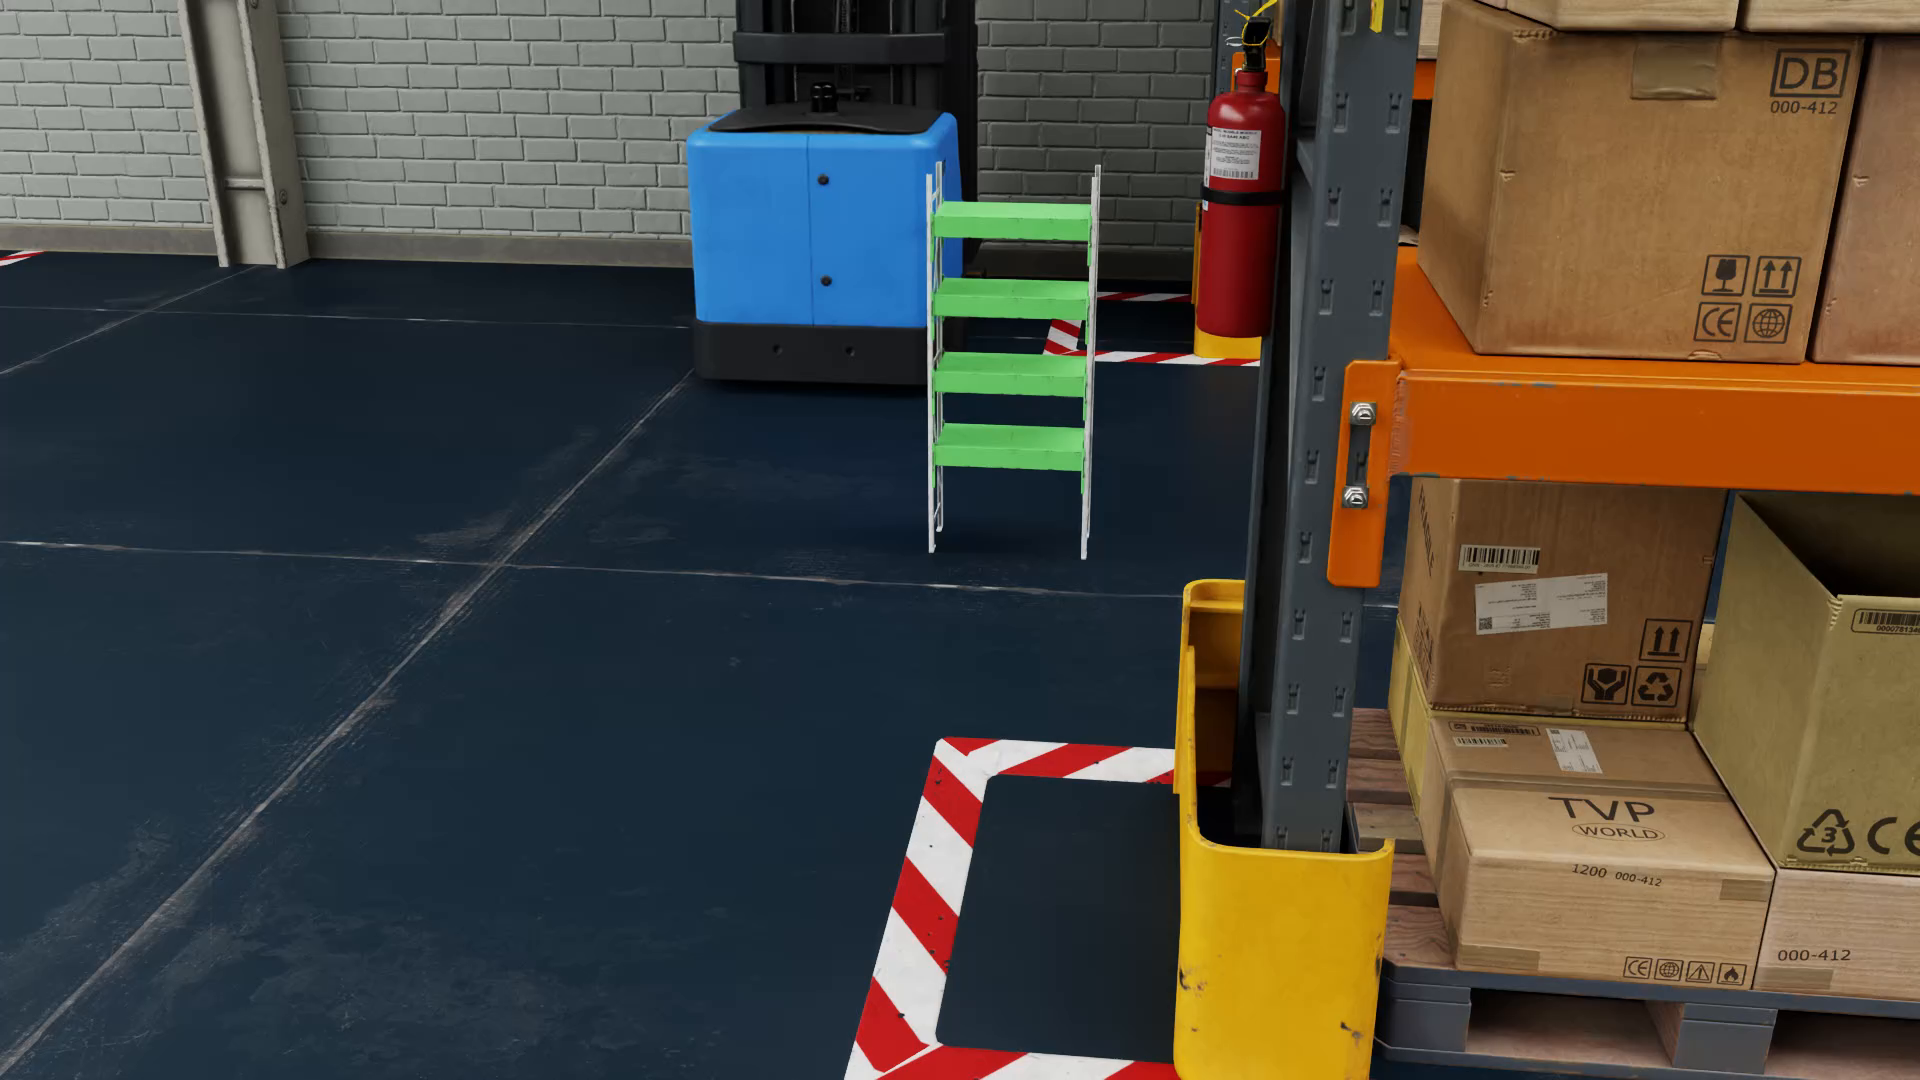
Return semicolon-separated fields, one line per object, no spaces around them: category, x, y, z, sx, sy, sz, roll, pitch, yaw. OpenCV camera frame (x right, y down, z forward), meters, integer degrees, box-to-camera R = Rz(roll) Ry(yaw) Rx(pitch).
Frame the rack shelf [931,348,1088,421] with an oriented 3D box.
rack shelf;0.164;-0.491;5.225;0.480;0.148;0.258;2;22;6

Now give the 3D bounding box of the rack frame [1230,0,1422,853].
rack frame;0.646;-0.620;2.929;0.127;3.000;1.000;2;22;6

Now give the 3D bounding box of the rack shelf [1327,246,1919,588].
rack shelf;2.632;-0.199;2.842;4.000;0.370;1.077;2;22;6

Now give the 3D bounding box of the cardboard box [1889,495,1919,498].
cardboard box;2.208;0.067;3.339;0.500;0.500;0.500;2;22;6

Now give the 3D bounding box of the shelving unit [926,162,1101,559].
shelving unit;0.164;-0.551;5.201;0.503;1.200;0.258;2;22;6

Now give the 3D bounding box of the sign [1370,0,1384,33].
sign;0.575;-0.857;2.243;0.005;0.325;0.100;2;22;6

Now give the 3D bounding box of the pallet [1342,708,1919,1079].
pallet;1.410;0.694;3.396;1.213;0.211;1.003;2;22;6

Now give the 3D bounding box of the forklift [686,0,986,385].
forklift;-0.451;-2.503;7.786;1.130;2.935;3.031;2;22;5

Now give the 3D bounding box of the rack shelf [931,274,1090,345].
rack shelf;0.164;-0.715;5.136;0.480;0.148;0.258;2;22;6

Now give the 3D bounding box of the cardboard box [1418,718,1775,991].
cardboard box;1.152;0.568;3.093;0.500;0.250;0.500;2;22;6

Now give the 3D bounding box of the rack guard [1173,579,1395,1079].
rack guard;0.622;0.541;3.391;0.348;0.500;1.175;2;22;6

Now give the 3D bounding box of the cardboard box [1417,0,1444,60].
cardboard box;2.190;-2.214;7.137;0.500;0.250;0.500;2;22;5

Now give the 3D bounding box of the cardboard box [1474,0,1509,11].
cardboard box;1.048;-1.021;2.925;0.250;0.149;0.380;2;22;5

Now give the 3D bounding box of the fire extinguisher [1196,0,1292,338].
fire extinguisher;0.583;-0.759;3.385;0.183;0.674;0.296;2;22;6

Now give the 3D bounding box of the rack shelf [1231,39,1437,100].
rack shelf;3.211;-2.008;7.417;4.000;0.370;1.077;2;22;6

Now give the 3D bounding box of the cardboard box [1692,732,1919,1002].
cardboard box;1.649;0.588;3.041;0.500;0.250;0.500;2;22;6

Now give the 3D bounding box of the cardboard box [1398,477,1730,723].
cardboard box;1.214;0.029;3.435;0.500;0.500;0.500;2;22;6

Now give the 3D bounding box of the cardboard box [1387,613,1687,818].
cardboard box;1.213;0.379;3.571;0.500;0.250;0.500;2;22;6

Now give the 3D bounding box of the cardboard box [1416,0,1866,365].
cardboard box;1.108;-0.642;2.847;0.500;0.500;0.700;3;22;6

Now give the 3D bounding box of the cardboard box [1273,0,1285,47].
cardboard box;1.712;-2.419;7.656;0.500;0.250;0.500;3;22;7

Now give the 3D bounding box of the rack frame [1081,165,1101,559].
rack frame;0.407;-0.540;5.174;0.015;1.200;0.240;2;22;6

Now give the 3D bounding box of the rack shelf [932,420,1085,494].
rack shelf;0.164;-0.268;5.313;0.480;0.148;0.258;2;22;6

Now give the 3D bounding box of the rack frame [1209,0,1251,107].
rack frame;1.225;-2.429;7.504;0.127;3.000;1.000;2;22;6

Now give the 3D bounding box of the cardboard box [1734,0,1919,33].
cardboard box;1.273;-0.862;2.523;0.250;0.149;0.380;2;22;5

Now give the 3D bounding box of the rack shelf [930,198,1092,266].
rack shelf;0.164;-0.938;5.048;0.480;0.148;0.258;2;22;6

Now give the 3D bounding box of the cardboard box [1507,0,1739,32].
cardboard box;1.010;-0.873;2.549;0.250;0.149;0.380;2;22;6

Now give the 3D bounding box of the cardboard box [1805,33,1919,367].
cardboard box;1.630;-0.621;2.794;0.500;0.500;0.700;3;22;8

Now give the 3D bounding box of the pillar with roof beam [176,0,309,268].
pillar with roof beam;-4.443;-4.192;3.804;0.400;9.000;9.100;2;22;6

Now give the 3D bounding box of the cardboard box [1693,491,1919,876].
cardboard box;1.649;0.240;2.902;0.500;0.500;0.500;2;22;6

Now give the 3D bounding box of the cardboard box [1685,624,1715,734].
cardboard box;1.711;0.396;3.527;0.500;0.250;0.500;2;22;6

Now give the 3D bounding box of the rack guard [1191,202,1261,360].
rack guard;1.301;-1.263;7.955;0.348;0.500;1.175;2;22;6

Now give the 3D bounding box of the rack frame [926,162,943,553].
rack frame;-0.078;-0.561;5.228;0.015;1.200;0.240;2;22;6

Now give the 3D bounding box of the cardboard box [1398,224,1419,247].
cardboard box;1.902;-1.320;7.758;0.500;0.311;0.500;0;22;0
